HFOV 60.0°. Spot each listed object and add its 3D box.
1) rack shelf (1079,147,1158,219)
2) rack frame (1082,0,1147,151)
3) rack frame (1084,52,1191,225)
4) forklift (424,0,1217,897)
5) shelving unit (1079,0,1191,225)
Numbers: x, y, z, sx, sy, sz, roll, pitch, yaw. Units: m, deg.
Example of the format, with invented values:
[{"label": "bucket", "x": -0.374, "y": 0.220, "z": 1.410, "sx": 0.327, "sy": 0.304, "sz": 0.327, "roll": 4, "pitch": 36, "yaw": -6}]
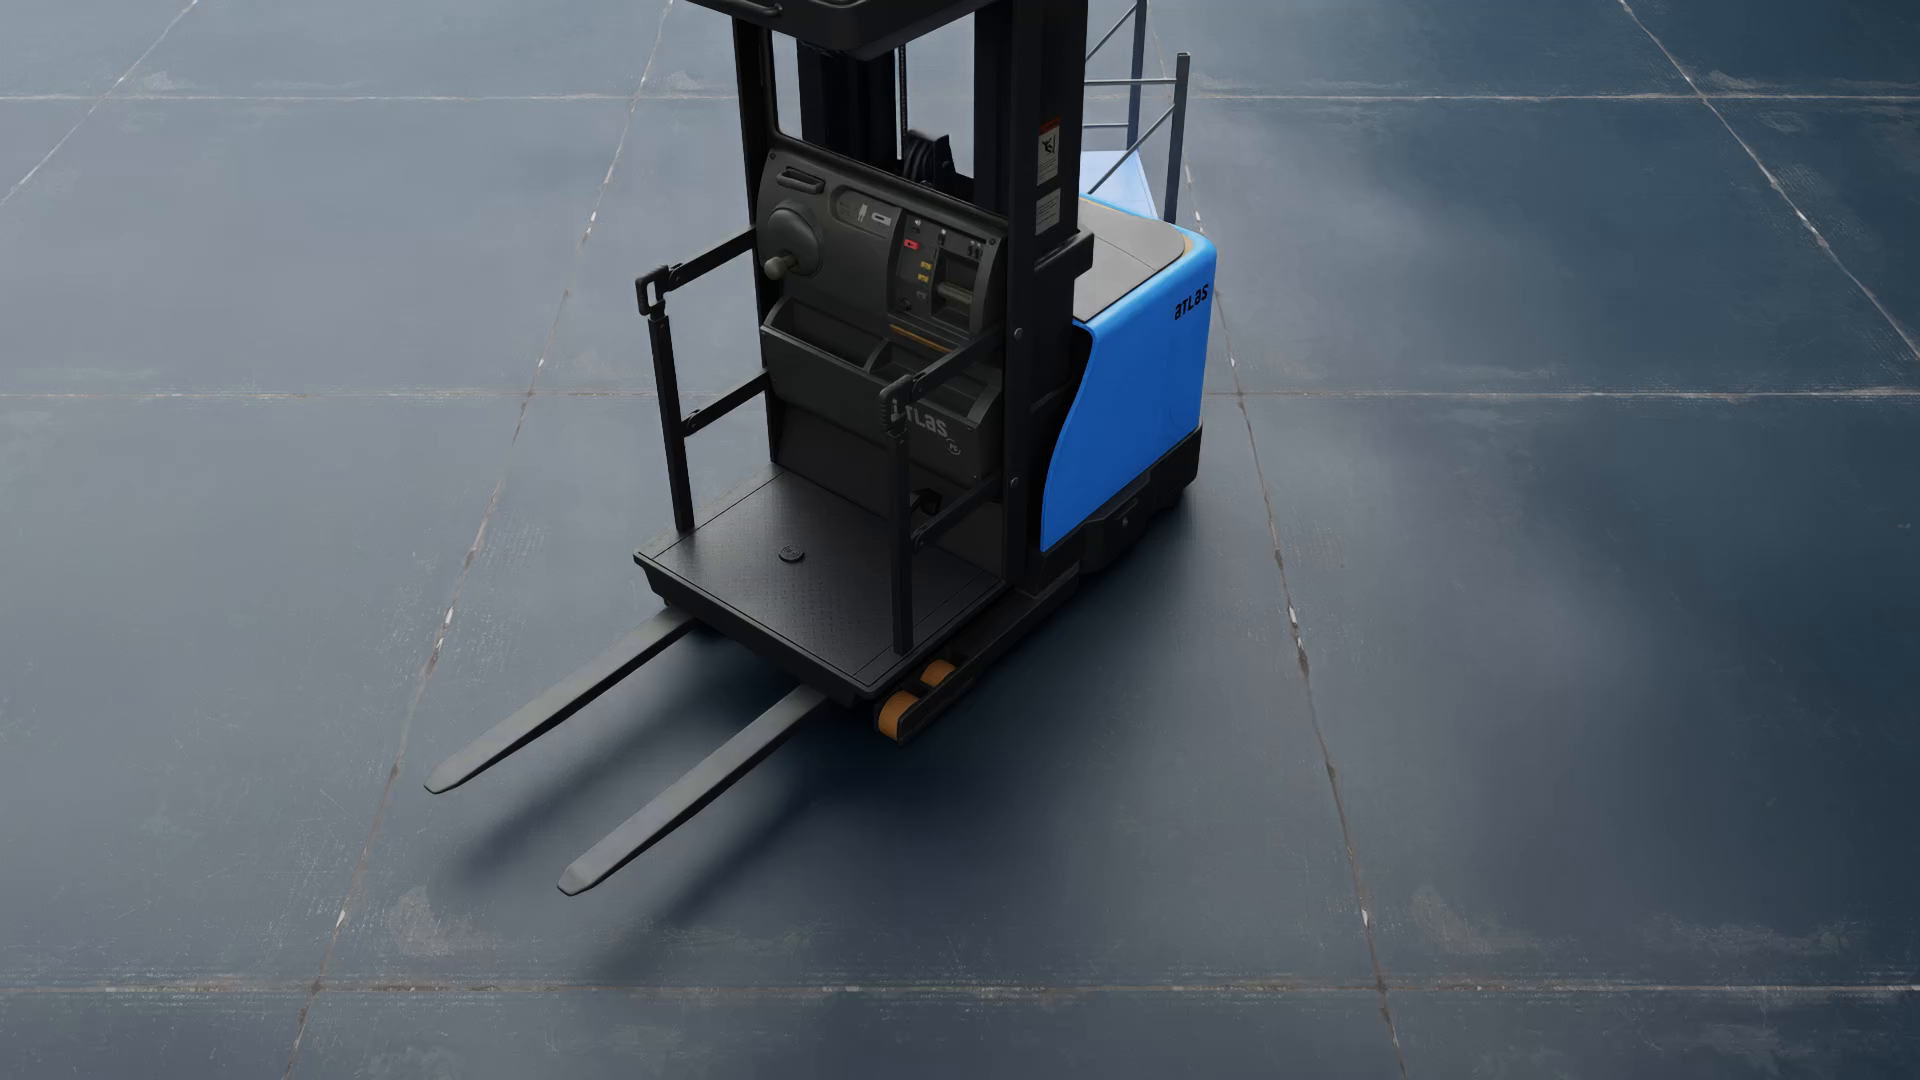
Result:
[{"label": "rack shelf", "x": 0.561, "y": -1.357, "z": 7.032, "sx": 0.538, "sy": 0.185, "sz": 1.000, "roll": -2, "pitch": 39, "yaw": -2}, {"label": "rack frame", "x": 0.534, "y": -1.815, "z": 7.316, "sx": 0.500, "sy": 1.500, "sz": 0.032, "roll": -2, "pitch": 39, "yaw": -2}, {"label": "rack frame", "x": 0.589, "y": -1.180, "z": 6.523, "sx": 0.500, "sy": 1.500, "sz": 0.032, "roll": -2, "pitch": 39, "yaw": -2}, {"label": "forklift", "x": -0.396, "y": -0.839, "z": 4.954, "sx": 1.130, "sy": 2.935, "sz": 3.031, "roll": 27, "pitch": 46, "yaw": 29}, {"label": "shelving unit", "x": 0.561, "y": -1.498, "z": 6.919, "sx": 0.538, "sy": 1.500, "sz": 1.048, "roll": -2, "pitch": 39, "yaw": -2}]
